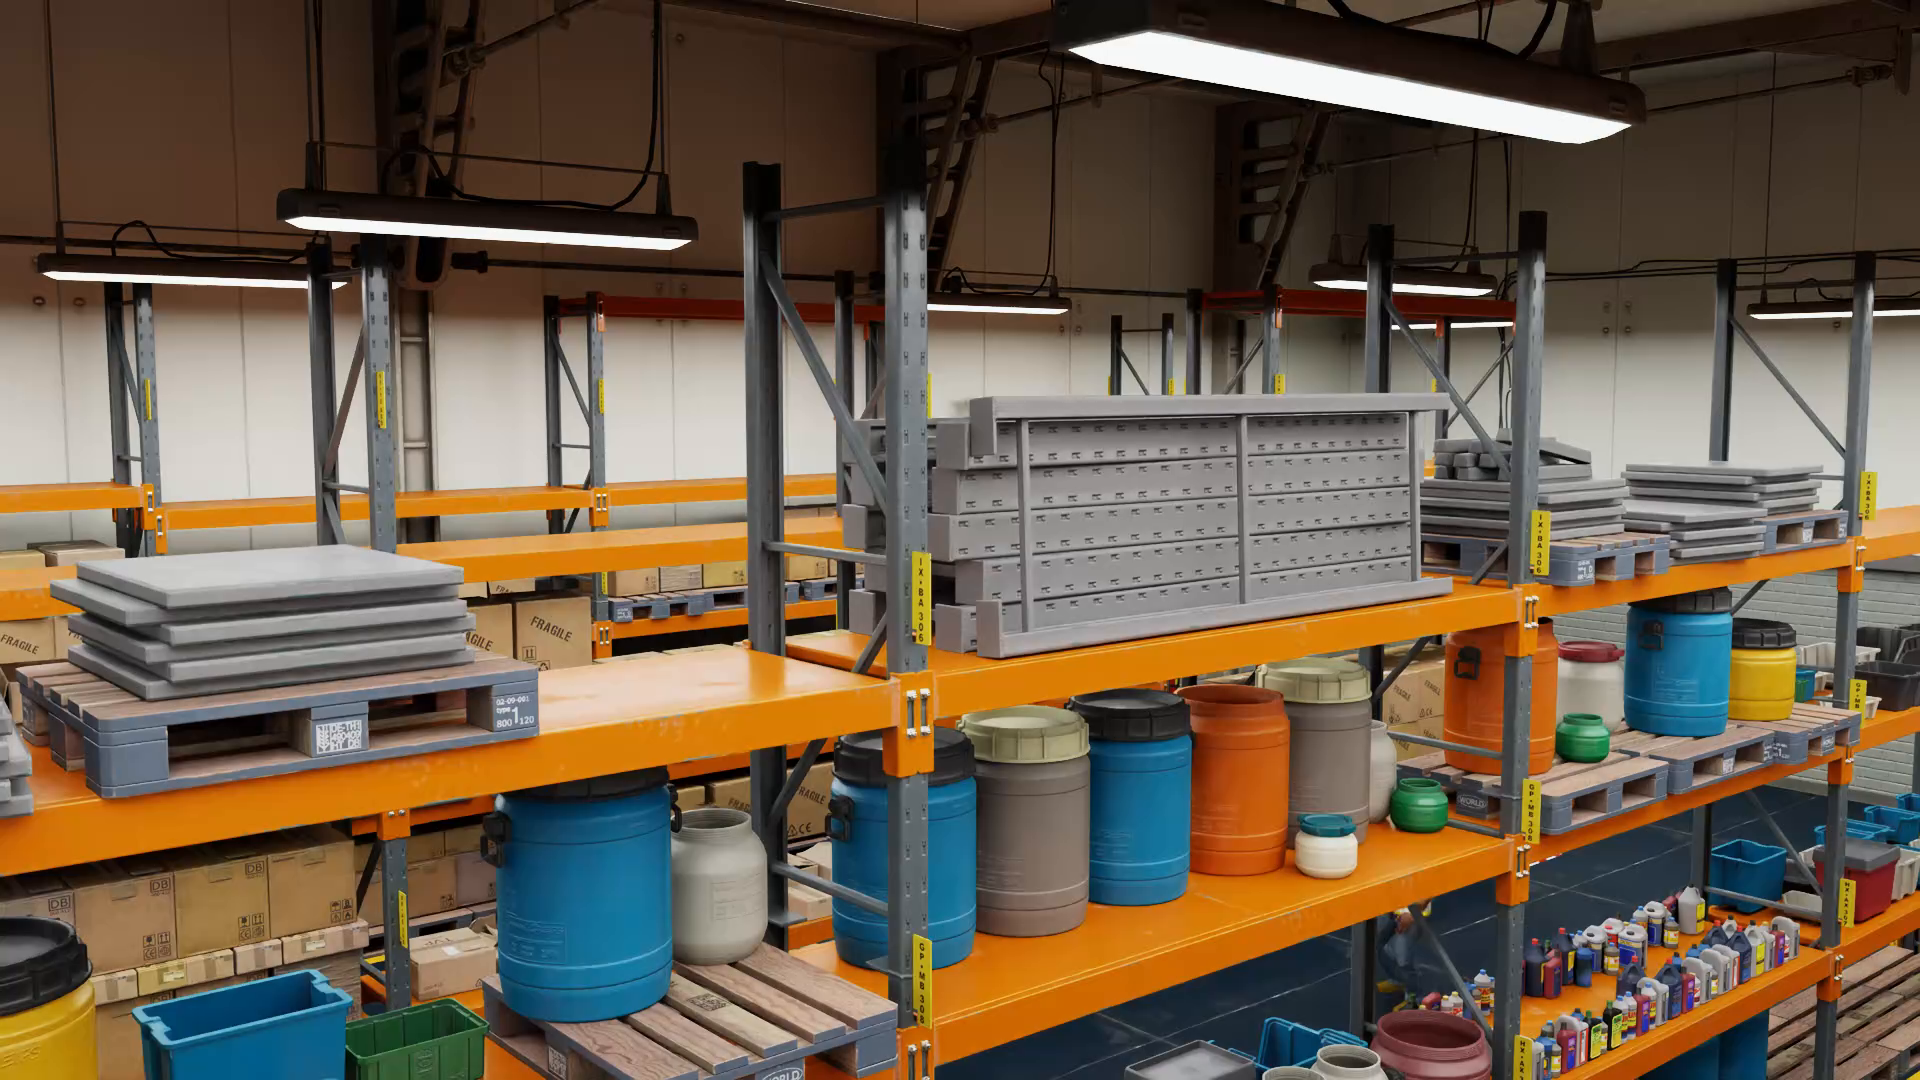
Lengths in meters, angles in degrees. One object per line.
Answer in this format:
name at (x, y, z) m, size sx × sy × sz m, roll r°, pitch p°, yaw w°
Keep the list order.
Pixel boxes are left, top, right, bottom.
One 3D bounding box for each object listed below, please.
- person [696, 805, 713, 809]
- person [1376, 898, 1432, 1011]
person at (-2.079, 3.013, 13.908) m, size 0.761 × 1.664 × 0.616 m, roll -1°, pitch 6°, yaw -6°
person at (3.550, 2.998, 13.535) m, size 0.547 × 1.729 × 0.790 m, roll -2°, pitch 6°, yaw -23°
